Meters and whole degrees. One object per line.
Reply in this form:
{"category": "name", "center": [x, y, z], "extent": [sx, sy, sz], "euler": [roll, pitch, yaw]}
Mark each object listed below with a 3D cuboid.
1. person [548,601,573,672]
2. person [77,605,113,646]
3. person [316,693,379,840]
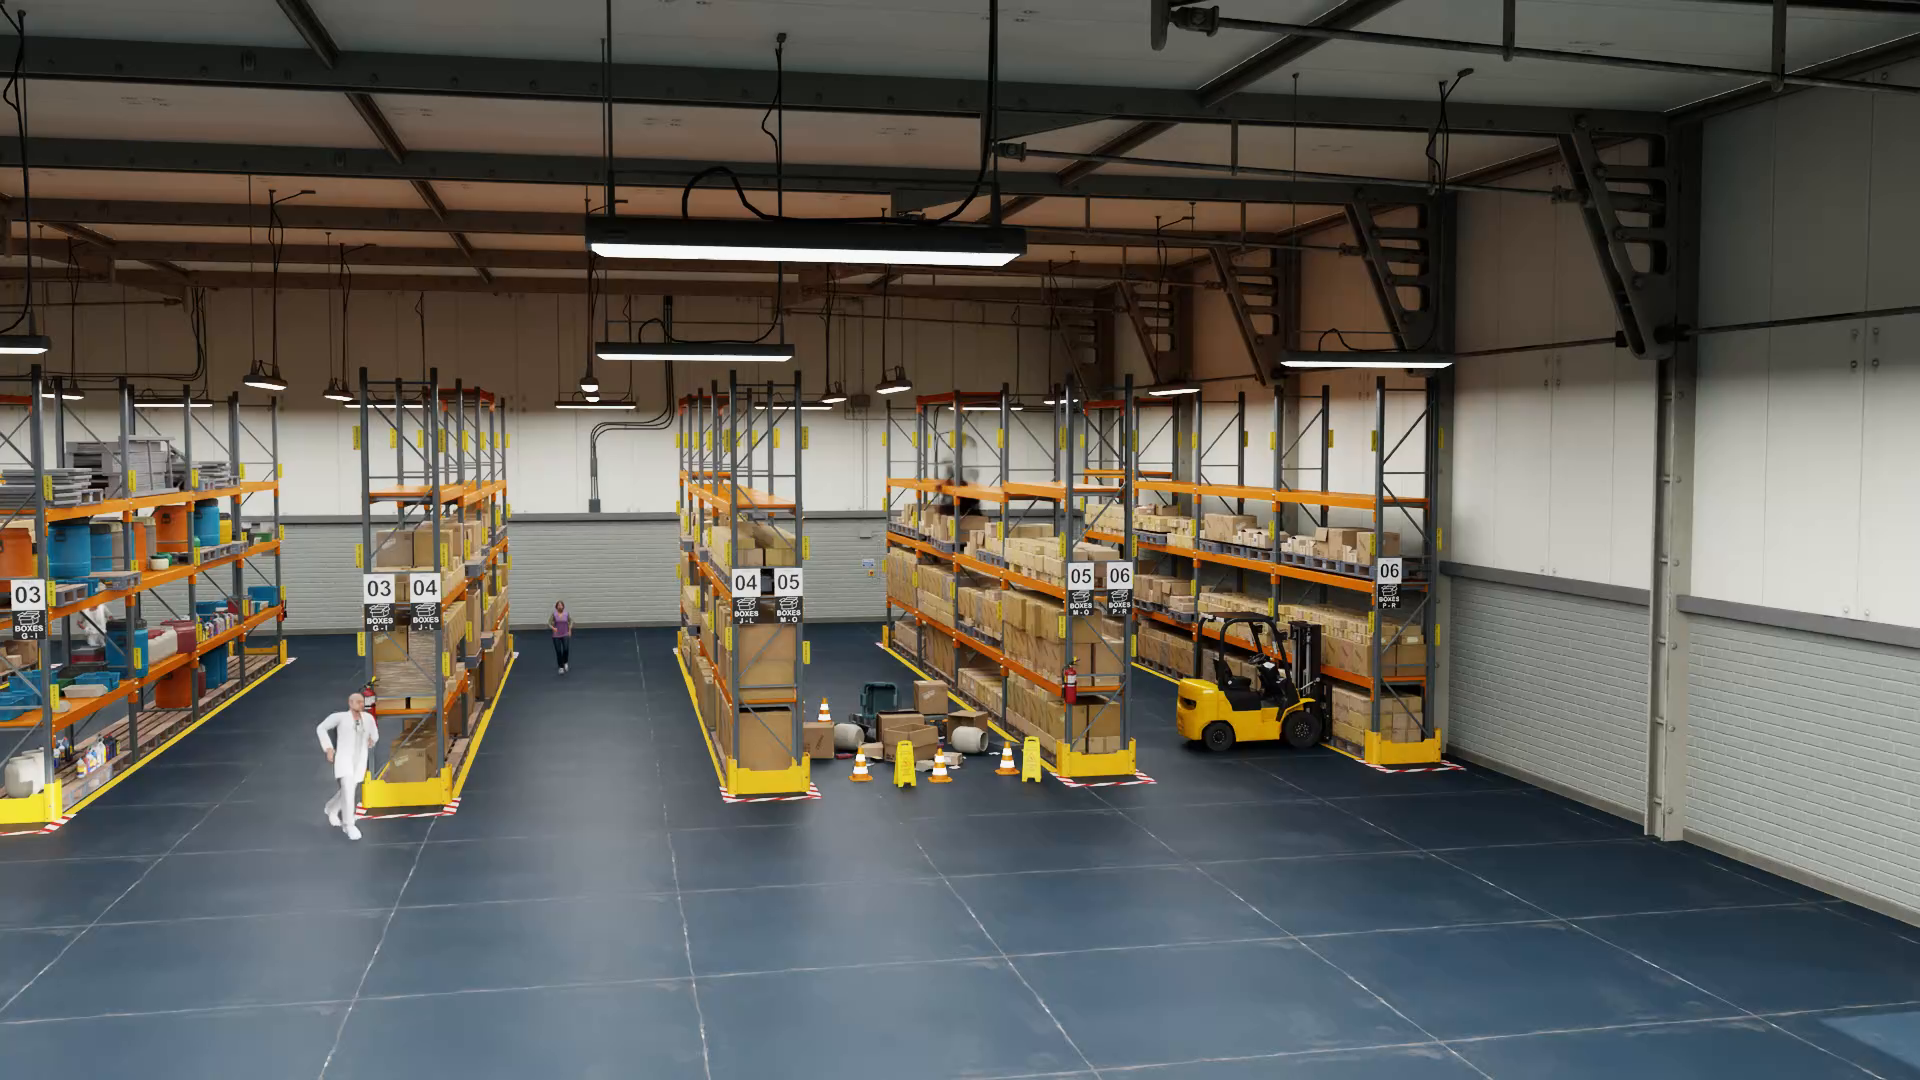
{"category": "person", "center": [-8.586, 2.082, 35.751], "extent": [0.539, 1.564, 0.585], "euler": [-1, 4, -16]}
{"category": "person", "center": [-18.604, 2.012, 35.791], "extent": [0.698, 1.716, 0.613], "euler": [-2, 4, -27]}
{"category": "person", "center": [-7.802, 2.851, 21.330], "extent": [1.030, 1.773, 0.735], "euler": [3, 4, 40]}
